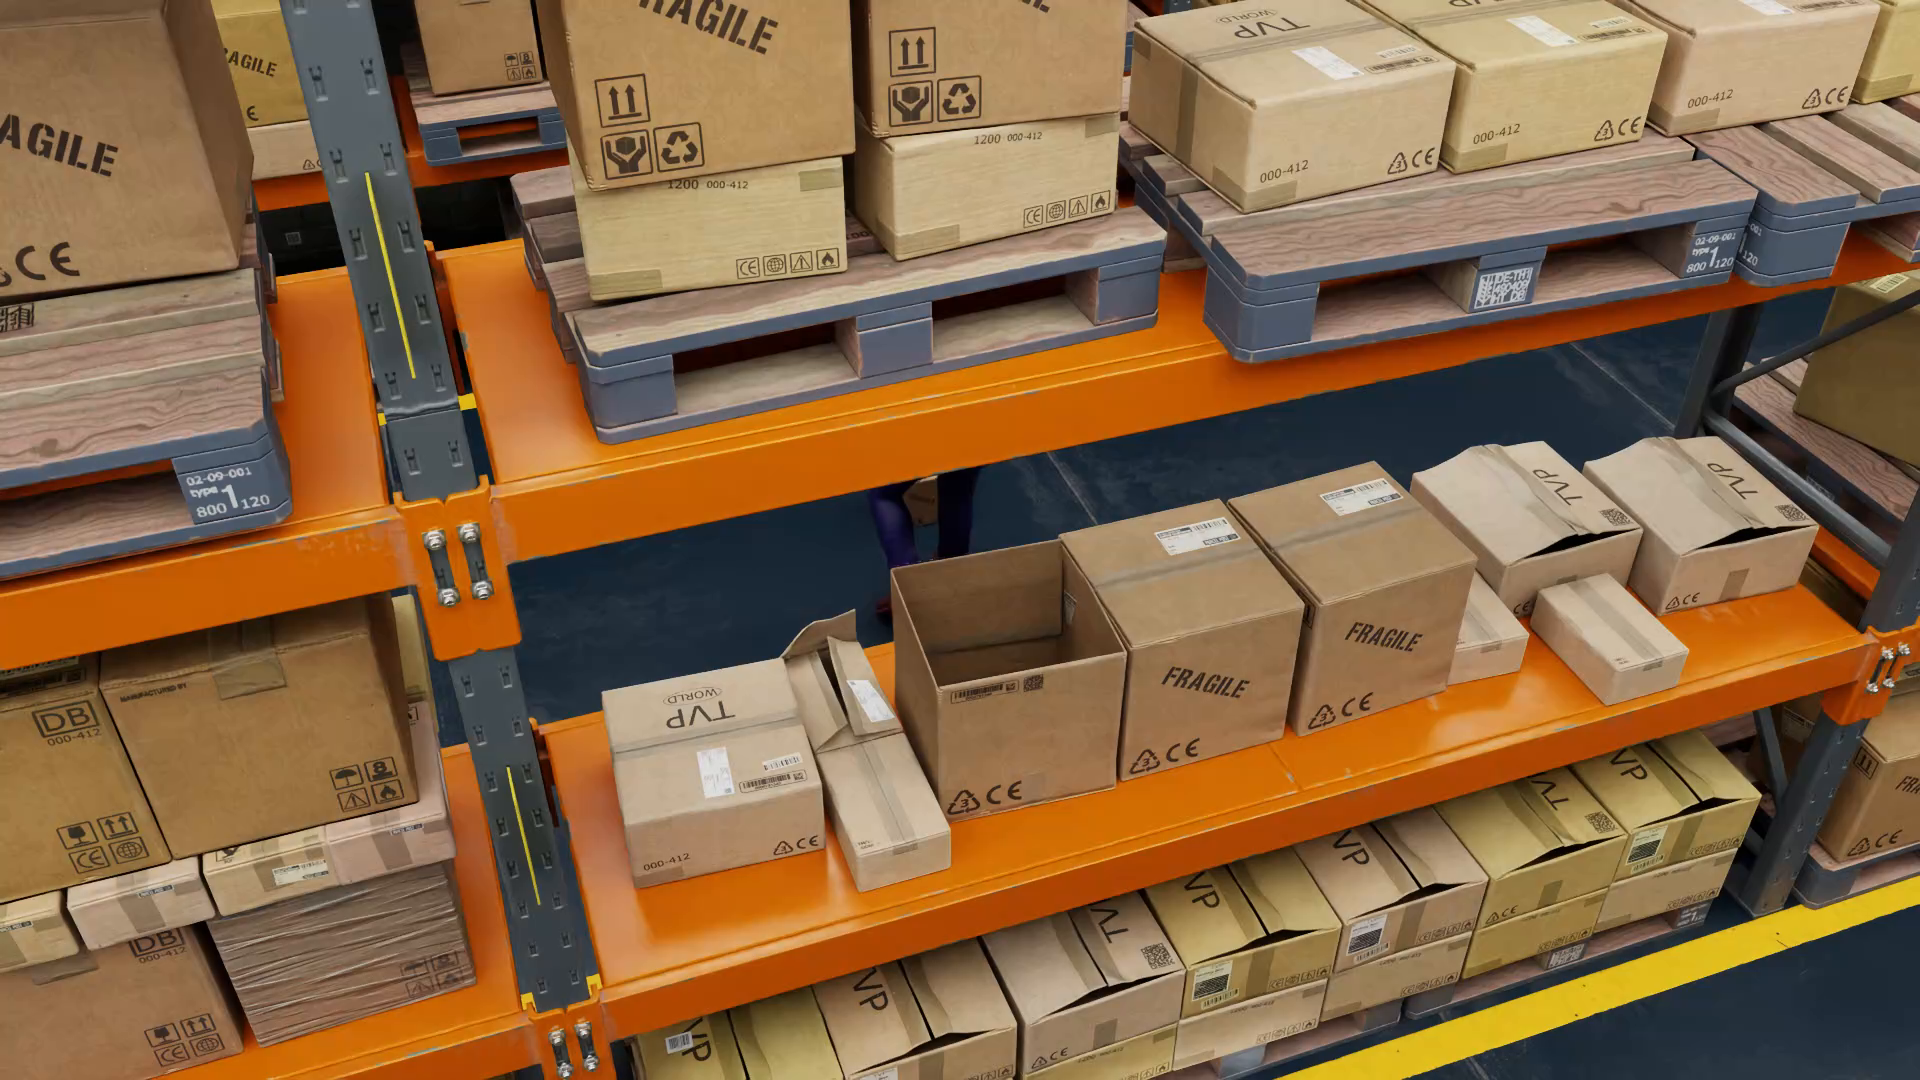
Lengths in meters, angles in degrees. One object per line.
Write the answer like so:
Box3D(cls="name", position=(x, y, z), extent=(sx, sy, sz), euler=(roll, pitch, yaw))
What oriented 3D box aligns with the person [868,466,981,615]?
Box3D(cls="person", position=(-0.108, -0.420, 6.684), extent=(0.569, 1.661, 0.472), euler=(-12, 39, -14))
